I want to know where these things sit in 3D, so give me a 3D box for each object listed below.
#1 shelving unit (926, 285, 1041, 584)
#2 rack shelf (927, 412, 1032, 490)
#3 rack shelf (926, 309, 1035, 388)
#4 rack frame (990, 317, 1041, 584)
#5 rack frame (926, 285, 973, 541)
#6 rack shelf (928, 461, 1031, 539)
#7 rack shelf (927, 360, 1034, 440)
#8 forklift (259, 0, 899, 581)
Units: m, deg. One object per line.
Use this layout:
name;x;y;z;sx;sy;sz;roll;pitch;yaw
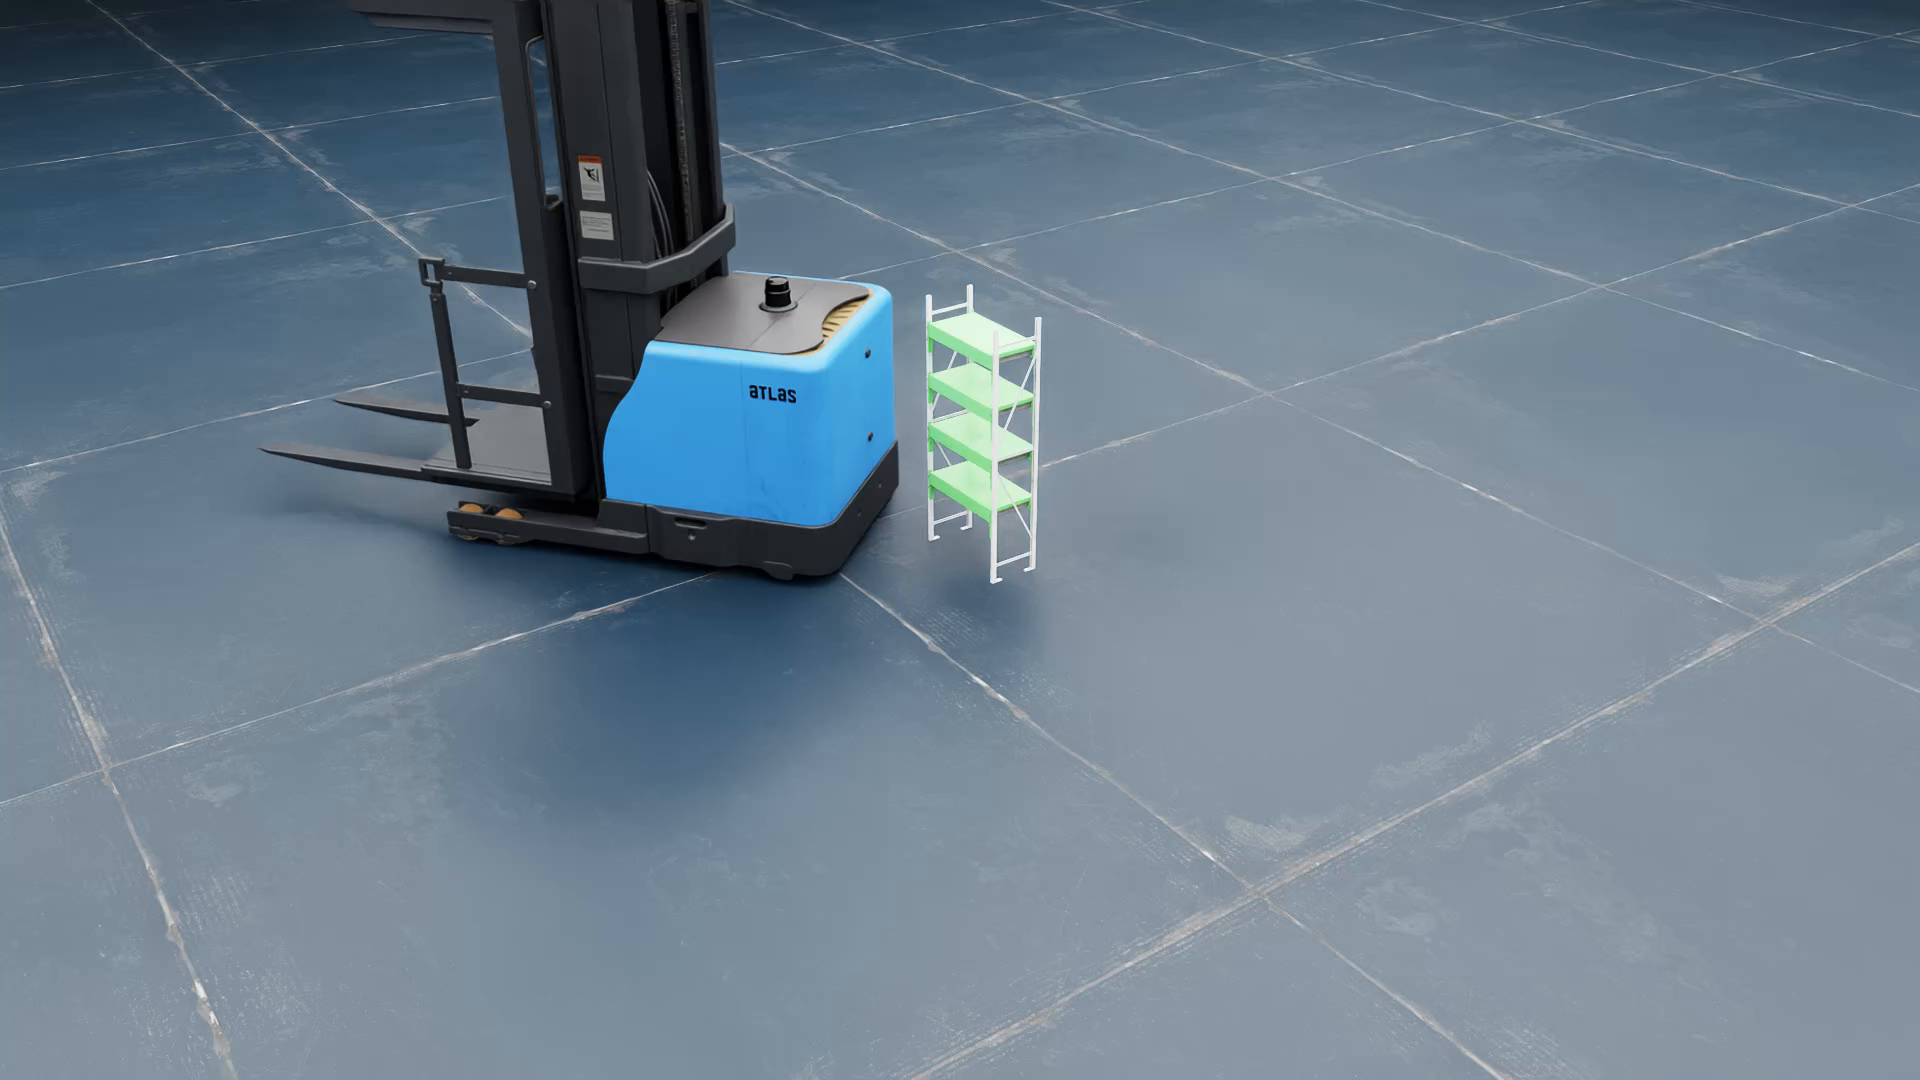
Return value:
shelving unit;0.096;-0.463;7.345;0.258;1.200;0.503;-19;34;-31
rack shelf;0.096;-0.407;7.376;0.258;0.148;0.480;-19;34;-31
rack shelf;0.096;-0.829;7.147;0.258;0.148;0.480;-19;34;-31
rack frame;0.238;-0.368;7.170;0.240;1.200;0.015;-19;34;-31
rack frame;-0.046;-0.558;7.520;0.240;1.200;0.015;-19;34;-31
rack shelf;0.096;-0.196;7.490;0.258;0.148;0.480;-19;34;-31
rack shelf;0.096;-0.618;7.261;0.258;0.148;0.480;-19;34;-31
forklift;-1.874;-1.494;7.430;3.031;2.935;1.130;8;29;14
